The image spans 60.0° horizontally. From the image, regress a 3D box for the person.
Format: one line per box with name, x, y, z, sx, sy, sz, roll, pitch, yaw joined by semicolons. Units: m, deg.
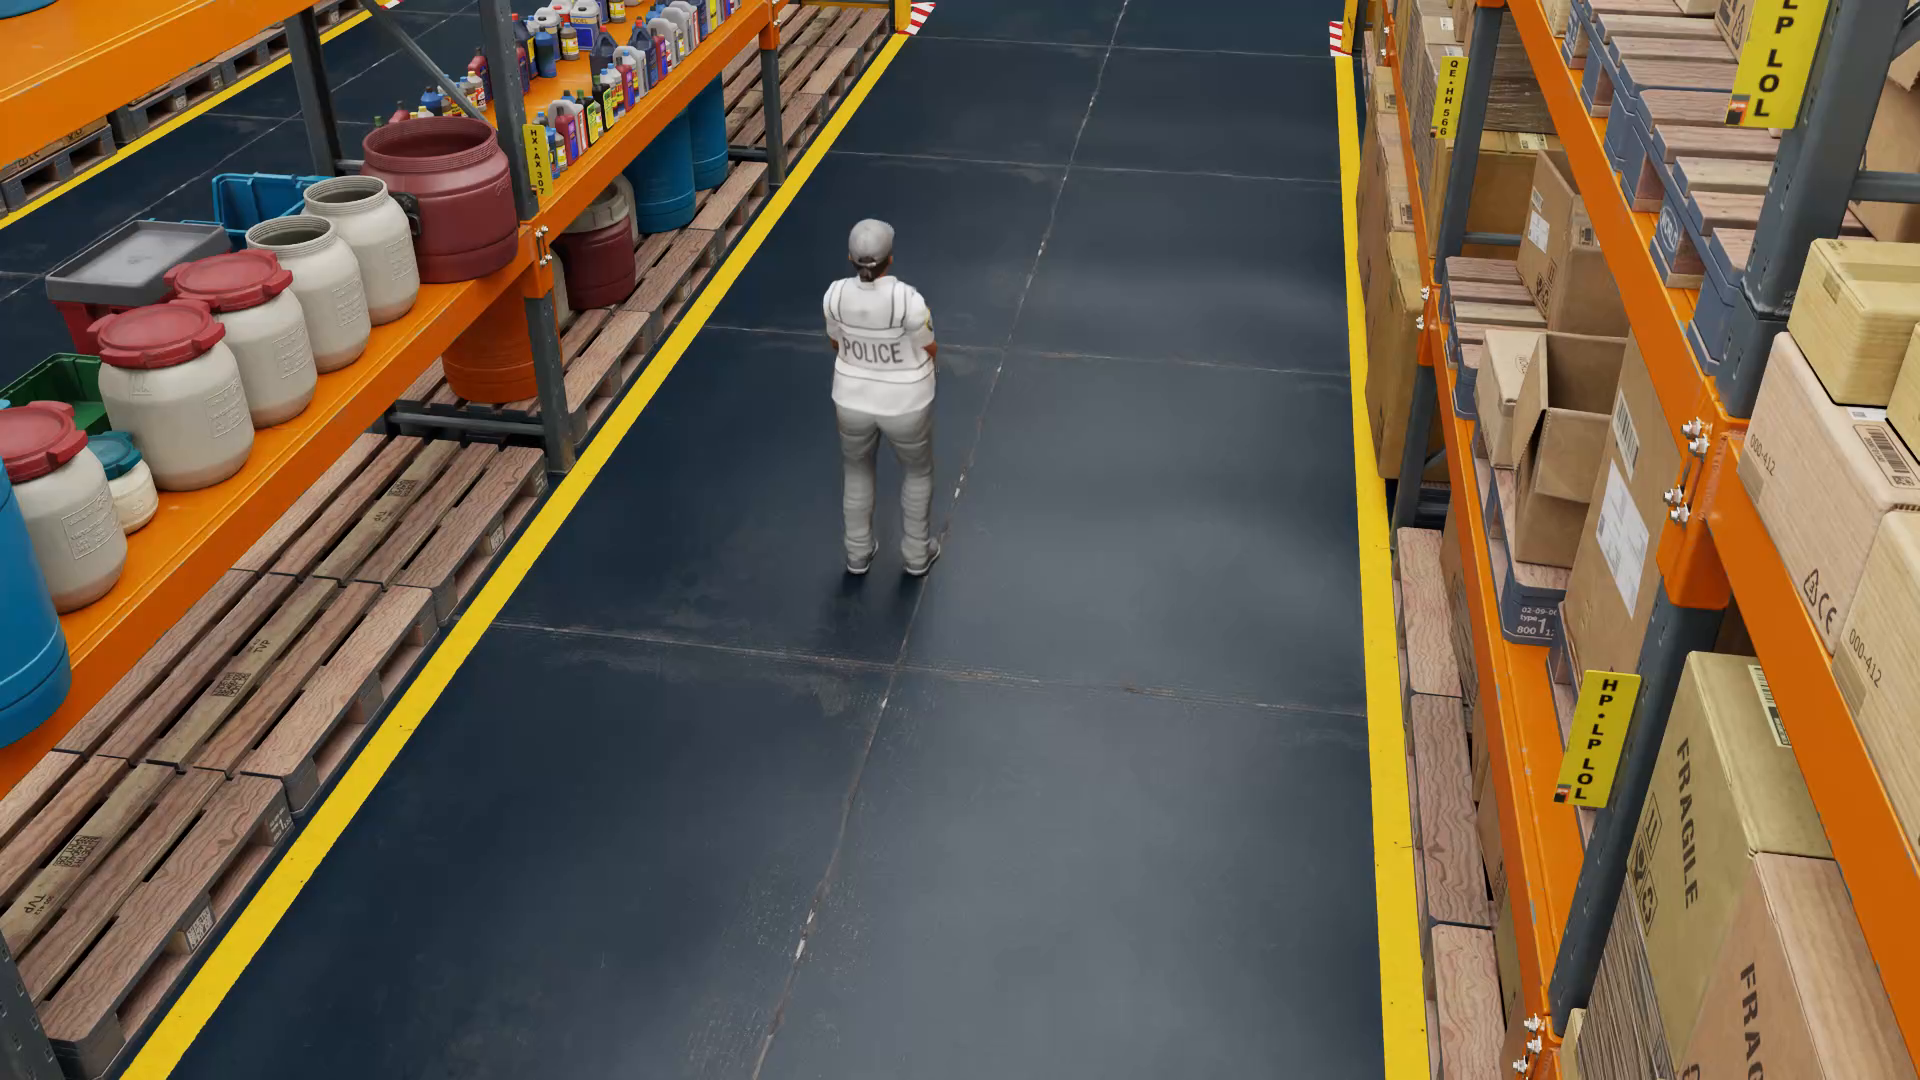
person;-0.311;-0.619;7.105;0.457;1.662;0.532;8;33;12
